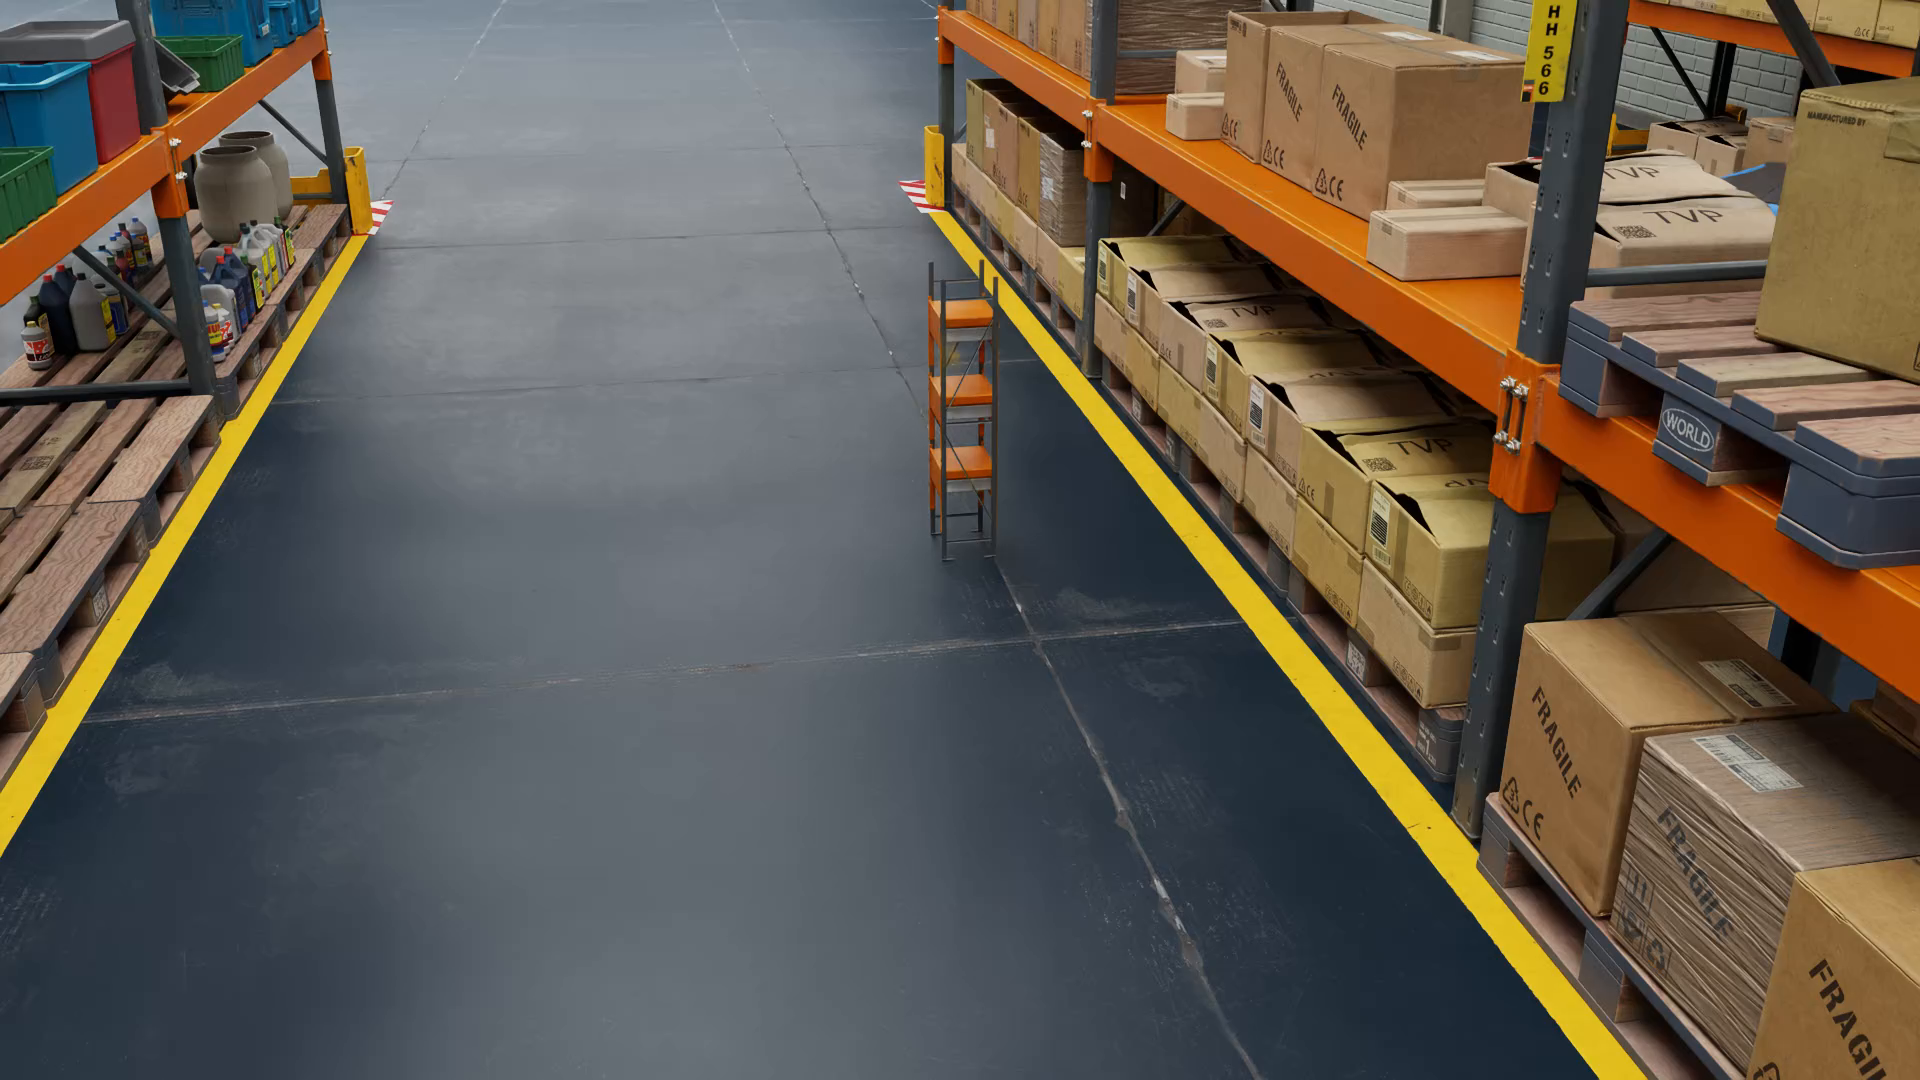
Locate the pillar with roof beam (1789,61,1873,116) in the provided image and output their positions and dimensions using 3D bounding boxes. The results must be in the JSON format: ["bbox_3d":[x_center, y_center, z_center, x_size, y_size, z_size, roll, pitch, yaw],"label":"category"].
[{"bbox_3d":[1.971,-6.366,9.583,9.100,9.000,0.400,-4,24,-10],"label":"pillar with roof beam"}]

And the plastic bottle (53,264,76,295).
[{"bbox_3d":[-4.212,-1.136,7.862,0.144,0.351,0.185,-6,24,-12],"label":"plastic bottle"}]

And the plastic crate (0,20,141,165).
[{"bbox_3d":[-3.384,-1.702,6.319,0.402,0.464,0.583,-4,24,-10],"label":"plastic crate"}]

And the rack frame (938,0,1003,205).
[{"bbox_3d":[0.355,-3.779,11.155,1.000,3.000,0.127,-4,24,-10],"label":"rack frame"}]

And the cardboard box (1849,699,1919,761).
[{"bbox_3d":[2.238,0.662,3.560,0.500,0.500,0.500,-3,24,-8],"label":"cardboard box"}]

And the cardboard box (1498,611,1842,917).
[{"bbox_3d":[1.637,0.512,3.904,0.500,0.500,0.500,-3,24,-7],"label":"cardboard box"}]

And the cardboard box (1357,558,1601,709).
[{"bbox_3d":[1.497,0.246,4.849,0.500,0.250,0.500,-4,24,-8],"label":"cardboard box"}]

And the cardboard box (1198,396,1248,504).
[{"bbox_3d":[1.210,-0.356,6.228,0.500,0.250,0.500,-4,24,-9],"label":"cardboard box"}]

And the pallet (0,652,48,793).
[{"bbox_3d":[-3.140,0.703,4.376,1.003,0.211,1.213,-4,24,-10],"label":"pallet"}]

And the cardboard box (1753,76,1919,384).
[{"bbox_3d":[2.061,-0.631,3.298,0.700,0.500,0.500,-13,27,-27],"label":"cardboard box"}]

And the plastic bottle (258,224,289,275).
[{"bbox_3d":[-3.724,-1.576,8.964,0.152,0.276,0.135,-4,24,-9],"label":"plastic bottle"}]

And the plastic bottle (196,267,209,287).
[{"bbox_3d":[-3.657,-1.166,7.931,0.144,0.351,0.185,-4,24,-10],"label":"plastic bottle"}]

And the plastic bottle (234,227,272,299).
[{"bbox_3d":[-3.629,-1.418,8.509,0.144,0.351,0.185,-4,24,-10],"label":"plastic bottle"}]

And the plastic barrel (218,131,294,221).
[{"bbox_3d":[-4.317,-2.213,10.153,0.421,0.512,0.421,0,24,0],"label":"plastic barrel"}]

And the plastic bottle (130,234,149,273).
[{"bbox_3d":[-4.466,-1.556,9.012,0.097,0.201,0.097,0,24,0],"label":"plastic bottle"}]

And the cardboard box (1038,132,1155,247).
[{"bbox_3d":[0.713,-1.845,8.701,0.500,0.500,0.500,-4,24,-10],"label":"cardboard box"}]

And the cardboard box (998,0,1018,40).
[{"bbox_3d":[0.617,-3.238,9.792,0.700,0.500,0.500,-4,24,-9],"label":"cardboard box"}]

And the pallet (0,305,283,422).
[{"bbox_3d":[-3.857,-0.830,7.886,1.003,0.211,1.213,-4,24,-10],"label":"pallet"}]

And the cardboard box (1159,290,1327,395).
[{"bbox_3d":[1.110,-0.813,6.574,0.500,0.311,0.500,-5,24,-11],"label":"cardboard box"}]

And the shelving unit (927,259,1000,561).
[{"bbox_3d":[0.010,-0.460,5.992,0.215,1.050,0.252,-4,24,-10],"label":"shelving unit"}]

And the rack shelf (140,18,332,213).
[{"bbox_3d":[-4.144,-2.297,8.662,1.077,0.370,4.000,-4,24,-10],"label":"rack shelf"}]

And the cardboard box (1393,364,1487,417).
[{"bbox_3d":[1.828,-0.456,5.757,0.500,0.311,0.500,-5,24,-11],"label":"cardboard box"}]

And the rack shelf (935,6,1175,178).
[{"bbox_3d":[0.725,-2.663,9.498,1.077,0.370,4.000,-4,24,-10],"label":"rack shelf"}]

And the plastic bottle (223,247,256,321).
[{"bbox_3d":[-3.550,-1.251,8.126,0.144,0.351,0.185,-5,24,-12],"label":"plastic bottle"}]

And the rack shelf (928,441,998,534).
[{"bbox_3d":[0.010,-0.196,6.107,0.215,0.259,0.240,-4,24,-10],"label":"rack shelf"}]

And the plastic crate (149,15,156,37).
[{"bbox_3d":[-4.665,-2.917,9.511,0.298,0.136,0.250,-4,24,-10],"label":"plastic crate"}]

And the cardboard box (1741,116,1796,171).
[{"bbox_3d":[5.454,-2.408,10.589,0.700,0.500,0.500,-6,24,-13],"label":"cardboard box"}]

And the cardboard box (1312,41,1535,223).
[{"bbox_3d":[1.508,-1.337,5.438,0.500,0.500,0.500,-6,24,-13],"label":"cardboard box"}]

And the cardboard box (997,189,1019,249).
[{"bbox_3d":[0.511,-1.894,9.749,0.500,0.250,0.500,-4,24,-10],"label":"cardboard box"}]

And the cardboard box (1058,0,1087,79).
[{"bbox_3d":[0.902,-2.632,8.405,0.700,0.500,0.500,-5,24,-10],"label":"cardboard box"}]

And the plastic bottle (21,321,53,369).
[{"bbox_3d":[-4.147,-0.879,7.462,0.097,0.201,0.097,0,24,0],"label":"plastic bottle"}]

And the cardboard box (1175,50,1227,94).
[{"bbox_3d":[1.228,-1.946,7.146,0.500,0.250,0.500,-3,24,-6],"label":"cardboard box"}]

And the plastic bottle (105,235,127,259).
[{"bbox_3d":[-4.403,-1.455,8.692,0.097,0.271,0.097,0,24,0],"label":"plastic bottle"}]

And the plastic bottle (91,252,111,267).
[{"bbox_3d":[-4.298,-1.293,8.315,0.152,0.276,0.135,-4,24,-9],"label":"plastic bottle"}]

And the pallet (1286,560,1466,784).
[{"bbox_3d":[1.720,0.319,5.256,1.003,0.211,1.213,-4,24,-10],"label":"pallet"}]

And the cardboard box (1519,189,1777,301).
[{"bbox_3d":[1.810,-0.738,4.303,0.500,0.311,0.500,-3,24,-6],"label":"cardboard box"}]

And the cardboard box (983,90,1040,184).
[{"bbox_3d":[0.435,-2.435,10.052,0.500,0.500,0.500,-4,24,-10],"label":"cardboard box"}]

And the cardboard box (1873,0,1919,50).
[{"bbox_3d":[5.493,-2.875,9.246,0.500,0.250,0.500,-4,24,-10],"label":"cardboard box"}]

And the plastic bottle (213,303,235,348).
[{"bbox_3d":[-3.440,-0.997,7.733,0.097,0.201,0.097,0,24,0],"label":"plastic bottle"}]

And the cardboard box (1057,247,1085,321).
[{"bbox_3d":[0.794,-1.304,8.399,0.500,0.250,0.500,-4,24,-10],"label":"cardboard box"}]

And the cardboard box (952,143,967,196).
[{"bbox_3d":[0.235,-2.484,11.100,0.500,0.250,0.500,-4,24,-10],"label":"cardboard box"}]

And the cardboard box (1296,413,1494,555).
[{"bbox_3d":[1.393,-0.213,5.201,0.500,0.311,0.500,-5,24,-11],"label":"cardboard box"}]

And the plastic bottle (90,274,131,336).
[{"bbox_3d":[-4.071,-1.122,7.925,0.152,0.276,0.135,-4,24,-10],"label":"plastic bottle"}]

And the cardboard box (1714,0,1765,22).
[{"bbox_3d":[5.199,-3.468,10.605,0.500,0.250,0.500,-5,24,-11],"label":"cardboard box"}]

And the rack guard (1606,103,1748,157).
[{"bbox_3d":[5.236,-2.972,12.429,1.175,0.500,0.348,-4,24,-10],"label":"rack guard"}]

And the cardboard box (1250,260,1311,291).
[{"bbox_3d":[1.554,-1.053,7.123,0.500,0.311,0.500,-4,24,-8],"label":"cardboard box"}]

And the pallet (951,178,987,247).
[{"bbox_3d":[0.537,-2.203,11.031,1.003,0.211,1.213,-4,24,-10],"label":"pallet"}]

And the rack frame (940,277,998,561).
[{"bbox_3d":[0.032,-0.412,5.882,0.200,1.050,0.008,-4,24,-10],"label":"rack frame"}]

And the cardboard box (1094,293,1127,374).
[{"bbox_3d":[0.926,-0.961,7.613,0.500,0.250,0.500,-5,24,-11],"label":"cardboard box"}]

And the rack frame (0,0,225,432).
[{"bbox_3d":[-3.774,-1.840,6.716,1.000,3.000,0.127,-4,24,-10],"label":"rack frame"}]

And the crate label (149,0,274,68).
[{"bbox_3d":[-3.908,-2.726,8.700,0.502,0.435,0.616,-4,24,-10],"label":"crate label"}]

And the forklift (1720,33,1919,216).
[{"bbox_3d":[4.321,-1.508,6.040,1.130,2.935,3.031,-21,31,-39],"label":"forklift"}]
